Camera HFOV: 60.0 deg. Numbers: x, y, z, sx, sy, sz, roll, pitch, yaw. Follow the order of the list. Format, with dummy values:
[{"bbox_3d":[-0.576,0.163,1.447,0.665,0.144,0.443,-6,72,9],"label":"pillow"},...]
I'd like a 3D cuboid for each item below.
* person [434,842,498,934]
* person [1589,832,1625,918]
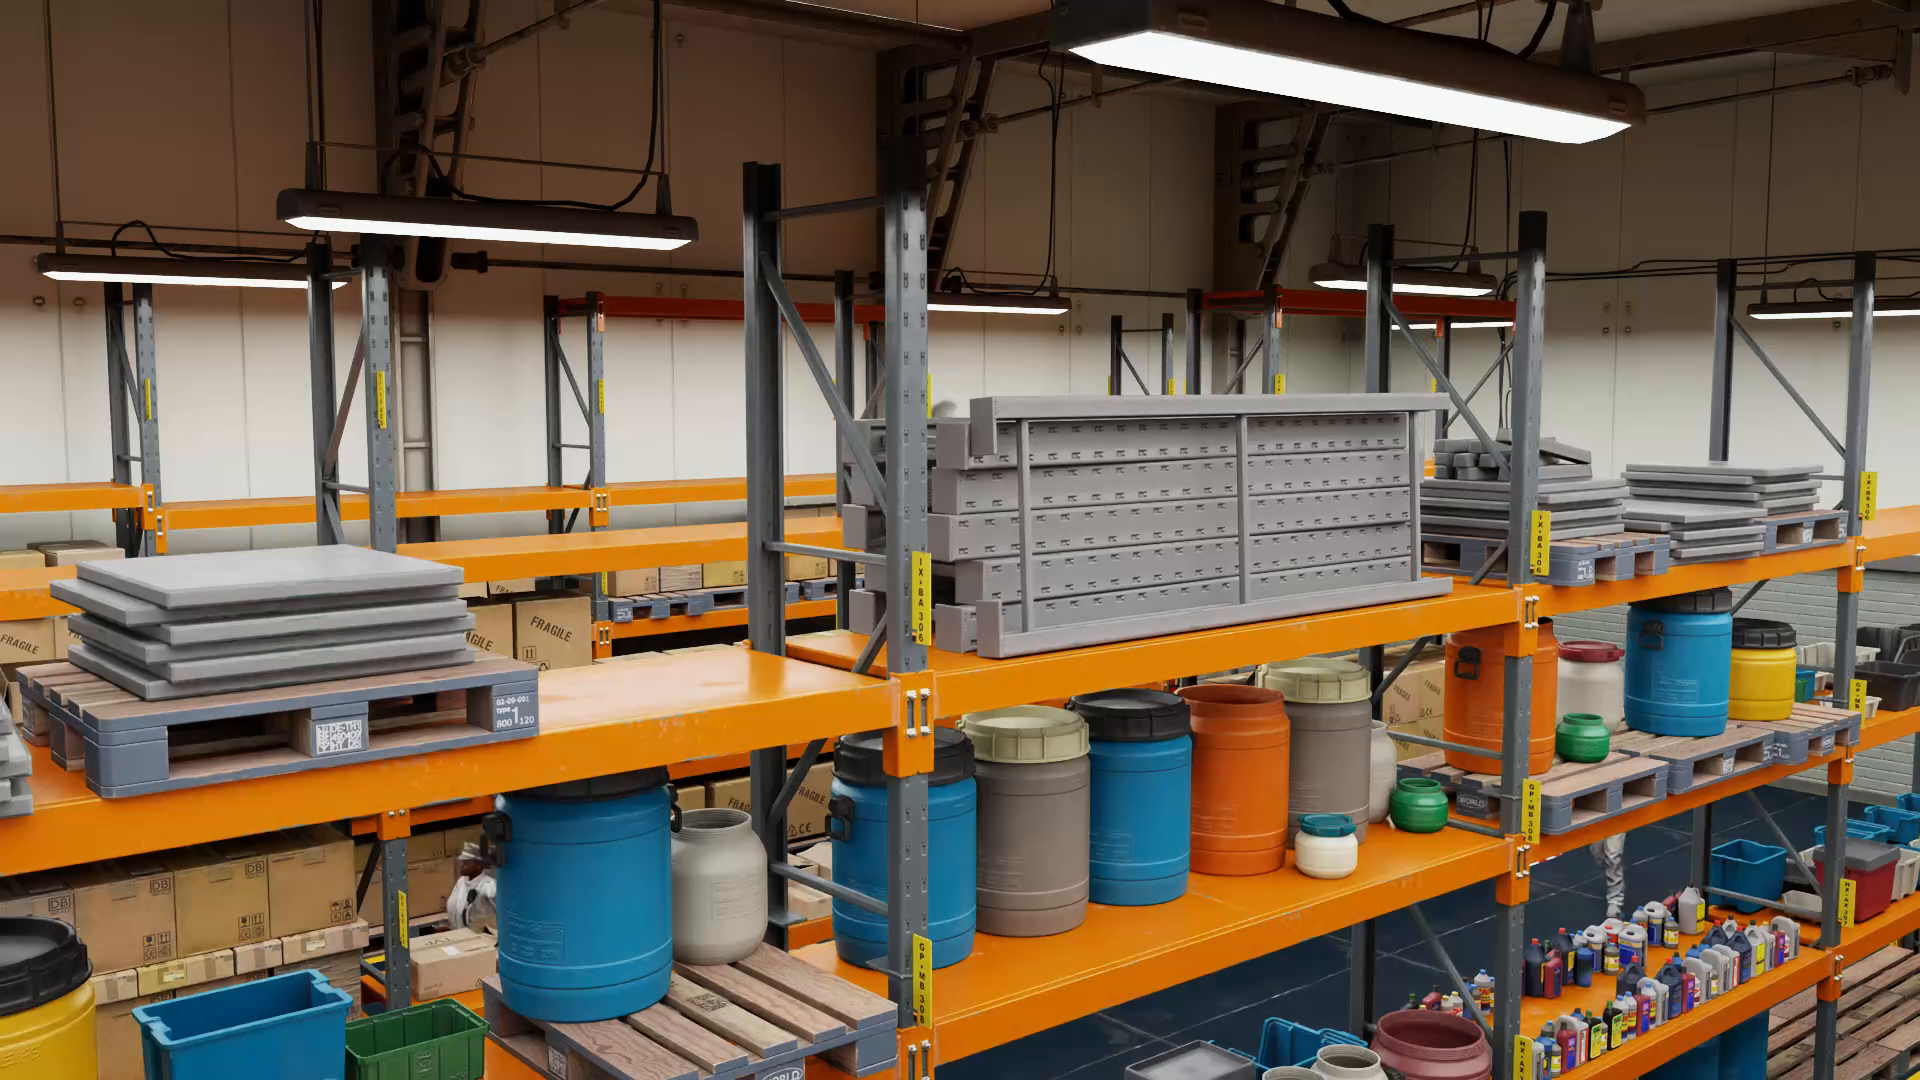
[{"bbox_3d":[-3.666,3.100,12.645,0.590,1.674,0.847,5,8,44],"label":"person"},{"bbox_3d":[6.300,2.733,16.362,0.725,1.735,0.887,3,6,28],"label":"person"}]
